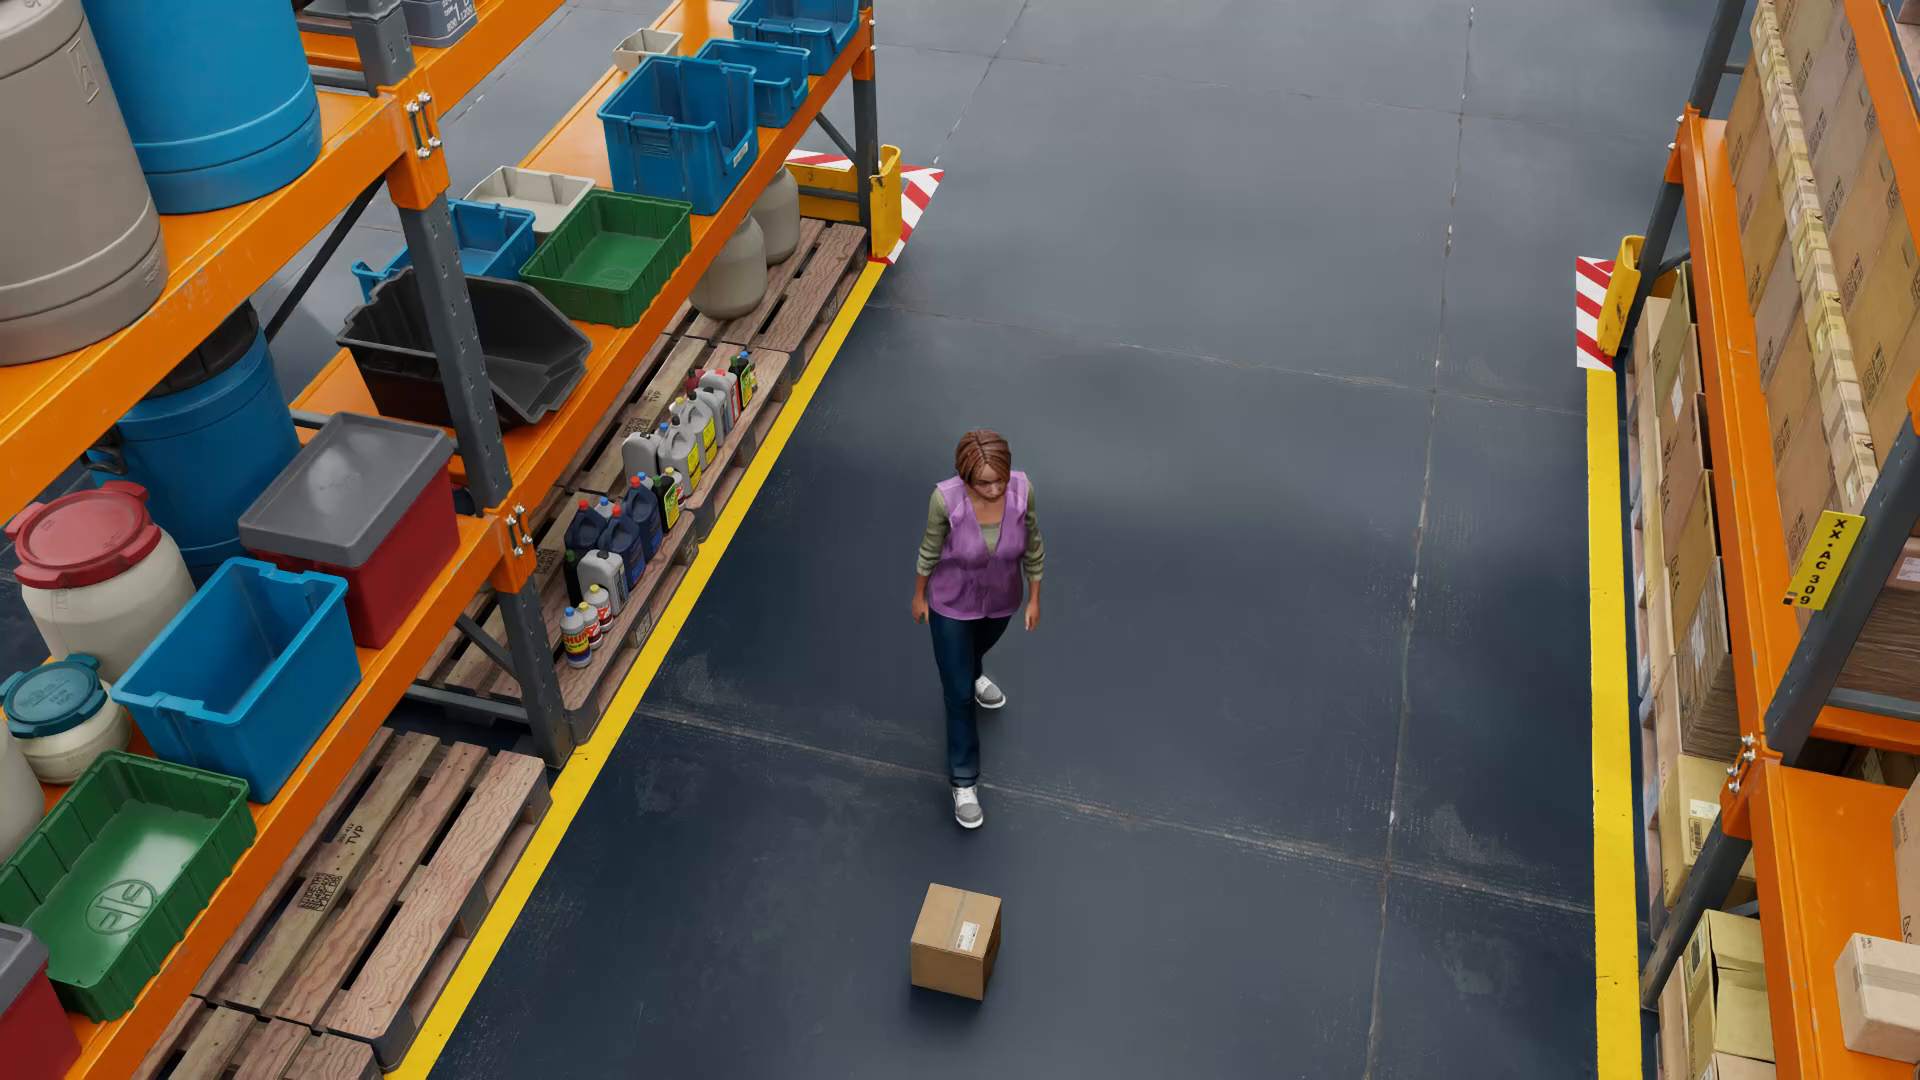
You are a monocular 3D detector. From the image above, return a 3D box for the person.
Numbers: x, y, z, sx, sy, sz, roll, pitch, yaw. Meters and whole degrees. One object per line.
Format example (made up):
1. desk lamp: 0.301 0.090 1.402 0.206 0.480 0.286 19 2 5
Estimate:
1. person: 0.078 0.224 5.908 0.455 1.553 0.808 -13 43 -14
